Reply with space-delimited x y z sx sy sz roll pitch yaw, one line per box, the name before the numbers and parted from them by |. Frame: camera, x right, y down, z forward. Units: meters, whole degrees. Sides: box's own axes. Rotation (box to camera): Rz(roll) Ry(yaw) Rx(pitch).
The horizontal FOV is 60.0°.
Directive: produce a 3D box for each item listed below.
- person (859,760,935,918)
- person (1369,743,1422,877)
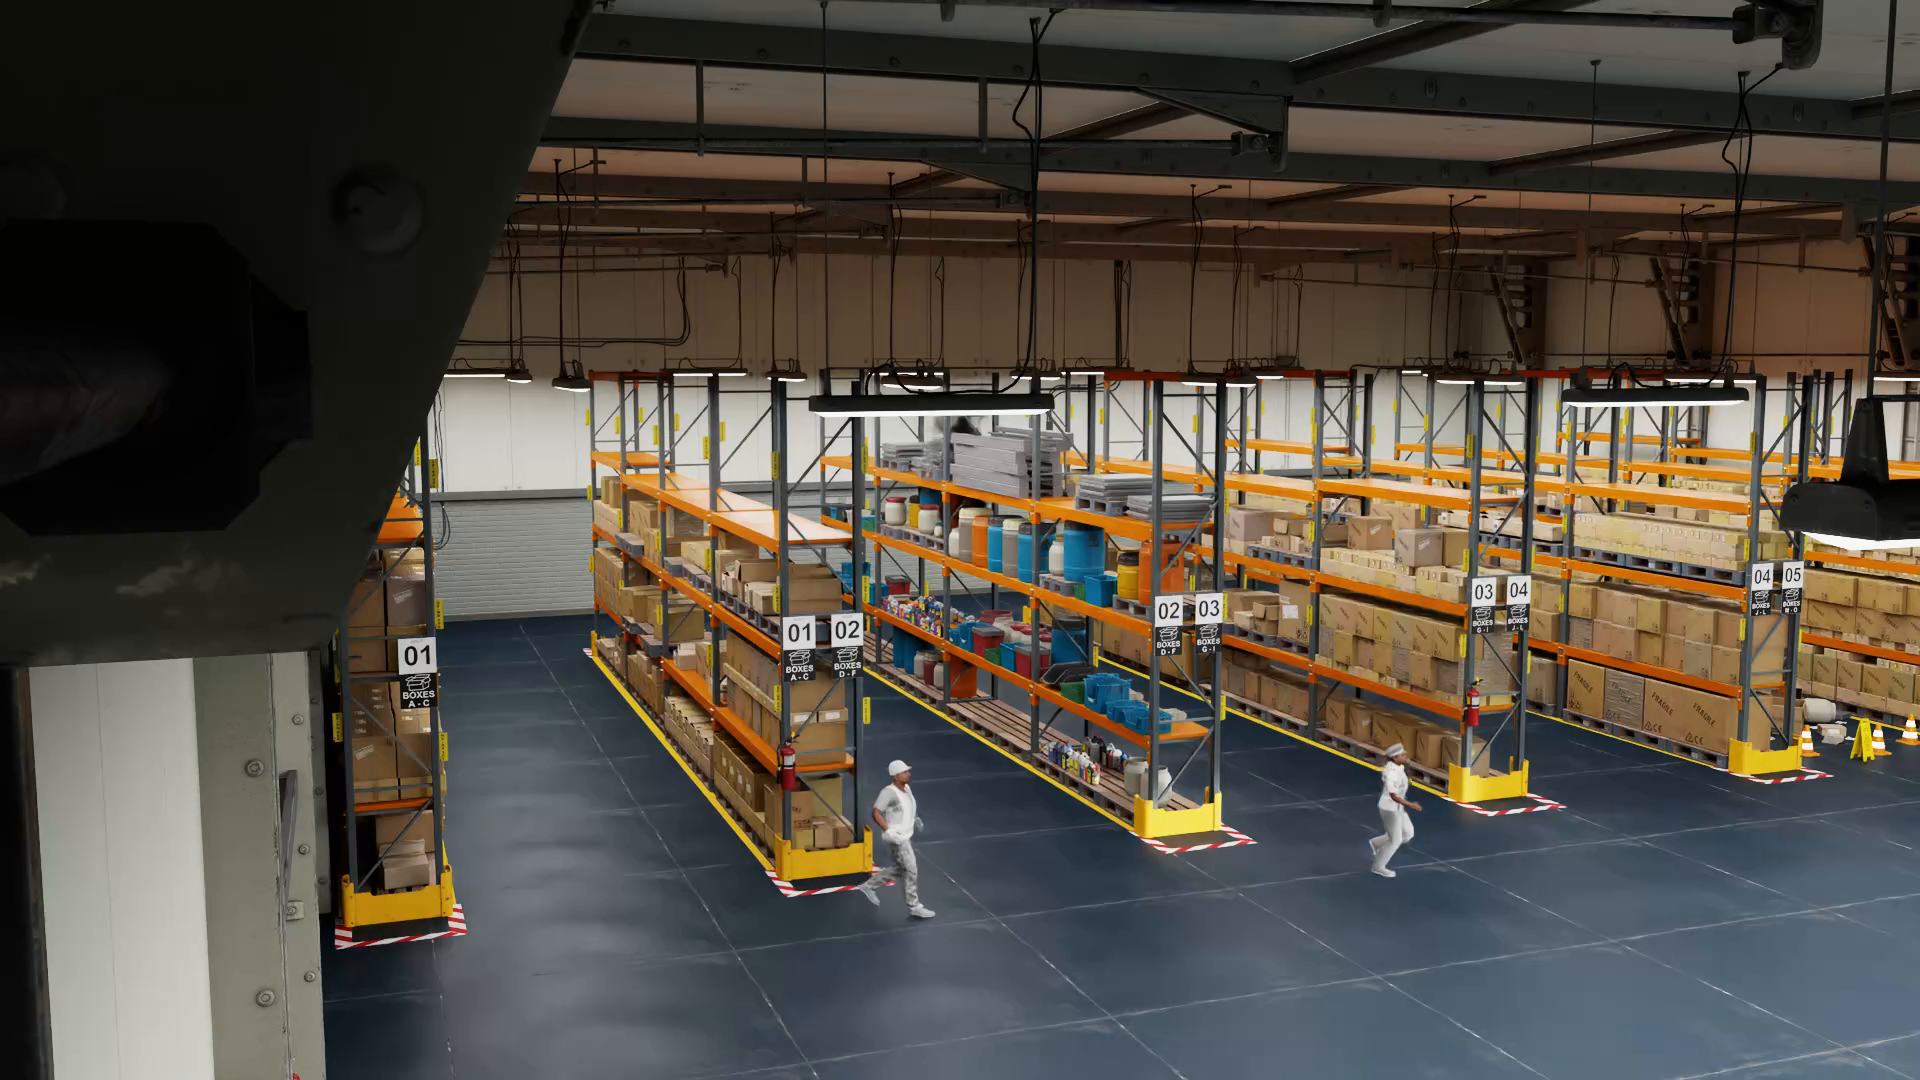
person | -0.695 3.355 18.776 0.866 1.771 0.689 1 7 13
person | 5.306 3.263 20.223 0.604 1.660 0.595 2 7 18
